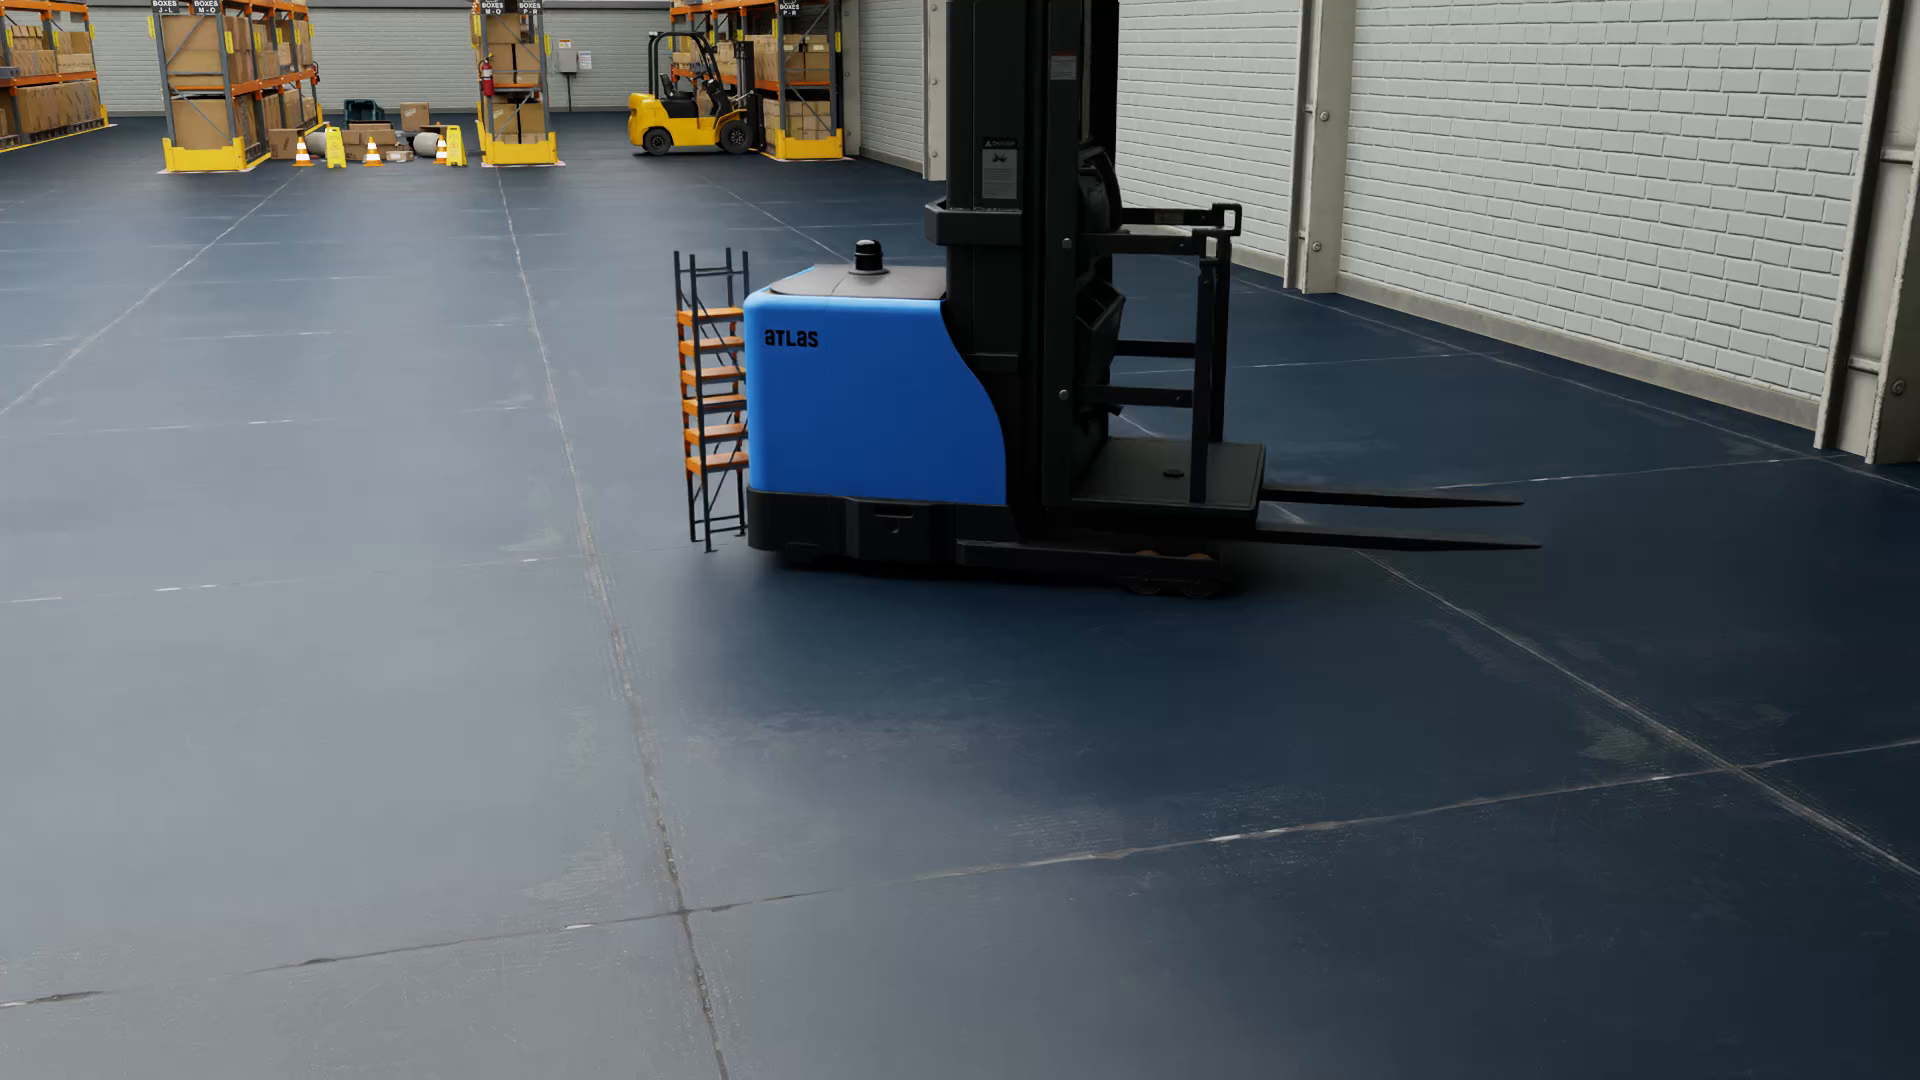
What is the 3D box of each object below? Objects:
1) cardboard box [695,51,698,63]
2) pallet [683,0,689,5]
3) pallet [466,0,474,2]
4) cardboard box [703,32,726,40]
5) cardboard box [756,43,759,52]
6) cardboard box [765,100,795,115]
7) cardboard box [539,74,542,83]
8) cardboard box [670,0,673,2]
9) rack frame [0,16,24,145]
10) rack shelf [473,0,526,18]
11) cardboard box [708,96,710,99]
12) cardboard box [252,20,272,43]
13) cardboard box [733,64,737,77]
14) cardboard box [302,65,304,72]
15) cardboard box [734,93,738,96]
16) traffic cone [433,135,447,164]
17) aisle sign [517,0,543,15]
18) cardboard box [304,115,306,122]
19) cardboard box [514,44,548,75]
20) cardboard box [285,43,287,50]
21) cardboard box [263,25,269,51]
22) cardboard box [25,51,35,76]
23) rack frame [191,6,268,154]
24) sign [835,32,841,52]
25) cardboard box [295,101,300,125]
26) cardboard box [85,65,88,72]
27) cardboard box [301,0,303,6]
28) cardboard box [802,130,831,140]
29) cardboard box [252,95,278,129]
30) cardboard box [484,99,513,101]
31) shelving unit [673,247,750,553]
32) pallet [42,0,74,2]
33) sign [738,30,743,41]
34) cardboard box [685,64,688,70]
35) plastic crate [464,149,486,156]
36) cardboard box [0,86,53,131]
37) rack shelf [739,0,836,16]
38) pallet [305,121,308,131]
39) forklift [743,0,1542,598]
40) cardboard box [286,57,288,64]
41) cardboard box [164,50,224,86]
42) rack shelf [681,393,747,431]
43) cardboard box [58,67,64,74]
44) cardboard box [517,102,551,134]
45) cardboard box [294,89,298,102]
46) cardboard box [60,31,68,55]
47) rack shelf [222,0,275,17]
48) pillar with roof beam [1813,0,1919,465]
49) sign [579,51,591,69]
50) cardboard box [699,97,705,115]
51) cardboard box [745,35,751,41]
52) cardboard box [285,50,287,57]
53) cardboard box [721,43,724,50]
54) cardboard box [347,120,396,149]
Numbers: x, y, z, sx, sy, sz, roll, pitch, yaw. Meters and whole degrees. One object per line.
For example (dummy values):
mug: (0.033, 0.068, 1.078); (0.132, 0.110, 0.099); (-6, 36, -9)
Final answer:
cardboard box: (-5.969, -11.291, 38.830); (0.396, 0.266, 0.258); (-4, 17, -13)
pallet: (-5.870, -12.729, 39.228); (1.213, 0.211, 1.003); (-5, 17, -15)
pallet: (-9.882, -11.589, 35.432); (1.213, 0.211, 1.003); (-4, 17, -13)
cardboard box: (-6.135, -12.431, 41.563); (0.500, 0.500, 0.500); (-5, 17, -17)
cardboard box: (-3.625, -9.249, 31.228); (0.380, 0.149, 0.250); (-5, 18, -17)
cardboard box: (-3.257, -7.856, 30.203); (0.500, 0.250, 0.500); (-4, 17, -14)
cardboard box: (-7.428, -7.994, 28.789); (0.380, 0.149, 0.250); (-5, 18, -17)
cardboard box: (-7.222, -14.038, 43.001); (0.500, 0.250, 0.500); (-5, 17, -16)
rack frame: (-19.183, -9.285, 32.650); (1.000, 3.000, 0.127); (-5, 17, -15)
rack shelf: (-9.105, -10.608, 33.088); (1.077, 0.370, 4.000); (-5, 17, -15)
cardboard box: (-5.599, -10.262, 38.390); (0.380, 0.149, 0.250); (-6, 18, -18)
cardboard box: (-15.874, -11.534, 37.706); (0.500, 0.500, 0.500); (-5, 18, -17)
cardboard box: (-4.317, -9.541, 33.763); (0.500, 0.250, 0.500); (-5, 17, -16)
cardboard box: (-15.657, -11.100, 39.128); (0.380, 0.149, 0.250); (-4, 17, -13)
cardboard box: (-4.919, -10.084, 37.796); (0.380, 0.149, 0.250); (-4, 17, -15)
traffic cone: (-8.814, -6.658, 28.312); (0.336, 0.463, 0.334); (-5, 17, -15)
aisle sign: (-7.141, -9.108, 27.542); (0.394, 0.787, 0.004); (-5, 17, -15)
cardboard box: (-15.276, -9.718, 38.315); (0.380, 0.149, 0.250); (-5, 18, -18)
cardboard box: (-7.319, -8.199, 28.343); (0.500, 0.500, 0.500); (-5, 17, -16)
cardboard box: (-15.043, -10.880, 36.632); (0.380, 0.149, 0.250); (-5, 18, -17)
cardboard box: (-14.272, -10.051, 33.288); (0.700, 0.500, 0.500); (-5, 17, -16)
cardboard box: (-19.343, -9.773, 34.100); (0.500, 0.500, 0.500); (-5, 17, -16)
rack frame: (-13.287, -8.543, 30.179); (1.000, 3.000, 0.127); (-5, 17, -15)
sign: (-2.149, -8.744, 29.206); (0.100, 0.325, 0.005); (-5, 17, -15)
cardboard box: (-14.899, -9.433, 36.757); (0.500, 0.500, 0.500); (-5, 17, -17)
cardboard box: (-20.758, -11.095, 39.110); (0.380, 0.149, 0.250); (-4, 17, -14)
cardboard box: (-15.934, -12.843, 39.541); (0.500, 0.250, 0.500); (-4, 17, -13)
cardboard box: (-2.631, -7.285, 30.040); (0.500, 0.250, 0.500); (-5, 17, -15)
cardboard box: (-14.062, -8.356, 32.737); (1.050, 0.750, 0.750); (-4, 17, -14)
cardboard box: (-8.494, -7.874, 30.698); (0.500, 0.500, 0.500); (-4, 17, -13)
shelving unit: (-0.979, -0.565, 6.739); (0.258, 1.200, 0.189); (-9, 17, -27)
pallet: (-20.828, -12.350, 37.792); (1.003, 0.211, 1.213); (-5, 17, -15)
sign: (-4.302, -9.827, 32.577); (0.100, 0.325, 0.005); (-5, 17, -15)
cardboard box: (-6.643, -11.800, 41.458); (0.380, 0.149, 0.250); (-5, 17, -16)
plastic crate: (-8.912, -7.065, 30.333); (0.402, 0.080, 0.583); (-12, 20, -34)
cardboard box: (-19.590, -8.909, 34.359); (1.225, 0.875, 0.875); (-5, 17, -15)
rack shelf: (-3.234, -9.895, 30.715); (1.077, 0.370, 4.000); (-5, 17, -15)
pallet: (-15.704, -9.603, 38.556); (1.003, 0.211, 1.213); (-5, 17, -15)
forklift: (0.726, -1.353, 6.361); (3.031, 2.935, 1.130); (4, 17, 12)
cardboard box: (-14.979, -10.532, 36.508); (0.380, 0.149, 0.250); (-6, 18, -18)
cardboard box: (-12.333, -7.608, 26.803); (0.875, 0.550, 0.550); (-5, 17, -15)
rack shelf: (-0.979, -0.523, 6.751); (0.258, 0.103, 0.180); (-9, 17, -27)
cardboard box: (-20.043, -10.380, 36.729); (0.380, 0.149, 0.250); (-5, 17, -15)
cardboard box: (-7.419, -7.351, 28.956); (0.500, 0.500, 0.500); (-5, 18, -17)
cardboard box: (-14.909, -9.790, 36.641); (0.500, 0.250, 0.500); (-4, 17, -13)
cardboard box: (-20.296, -11.111, 37.168); (0.500, 0.500, 0.500); (-5, 17, -15)
rack shelf: (-13.836, -10.188, 31.692); (1.077, 0.370, 4.000); (-5, 17, -15)
pillar with roof beam: (0.447, -4.407, 5.983); (9.100, 9.000, 0.400); (-5, 17, -15)
sign: (-10.947, -14.016, 48.564); (0.329, 0.494, 0.001); (-5, 17, -15)
cardboard box: (-5.910, -10.275, 39.558); (0.500, 0.500, 0.500); (-5, 17, -16)
cardboard box: (-3.981, -9.745, 32.362); (0.380, 0.149, 0.250); (-4, 17, -14)
cardboard box: (-14.968, -10.668, 36.442); (0.380, 0.149, 0.250); (-5, 18, -17)
cardboard box: (-4.908, -10.567, 35.614); (0.380, 0.149, 0.250); (-4, 17, -14)
cardboard box: (-10.638, -7.269, 30.041); (0.797, 0.637, 0.503); (-5, 17, -15)
